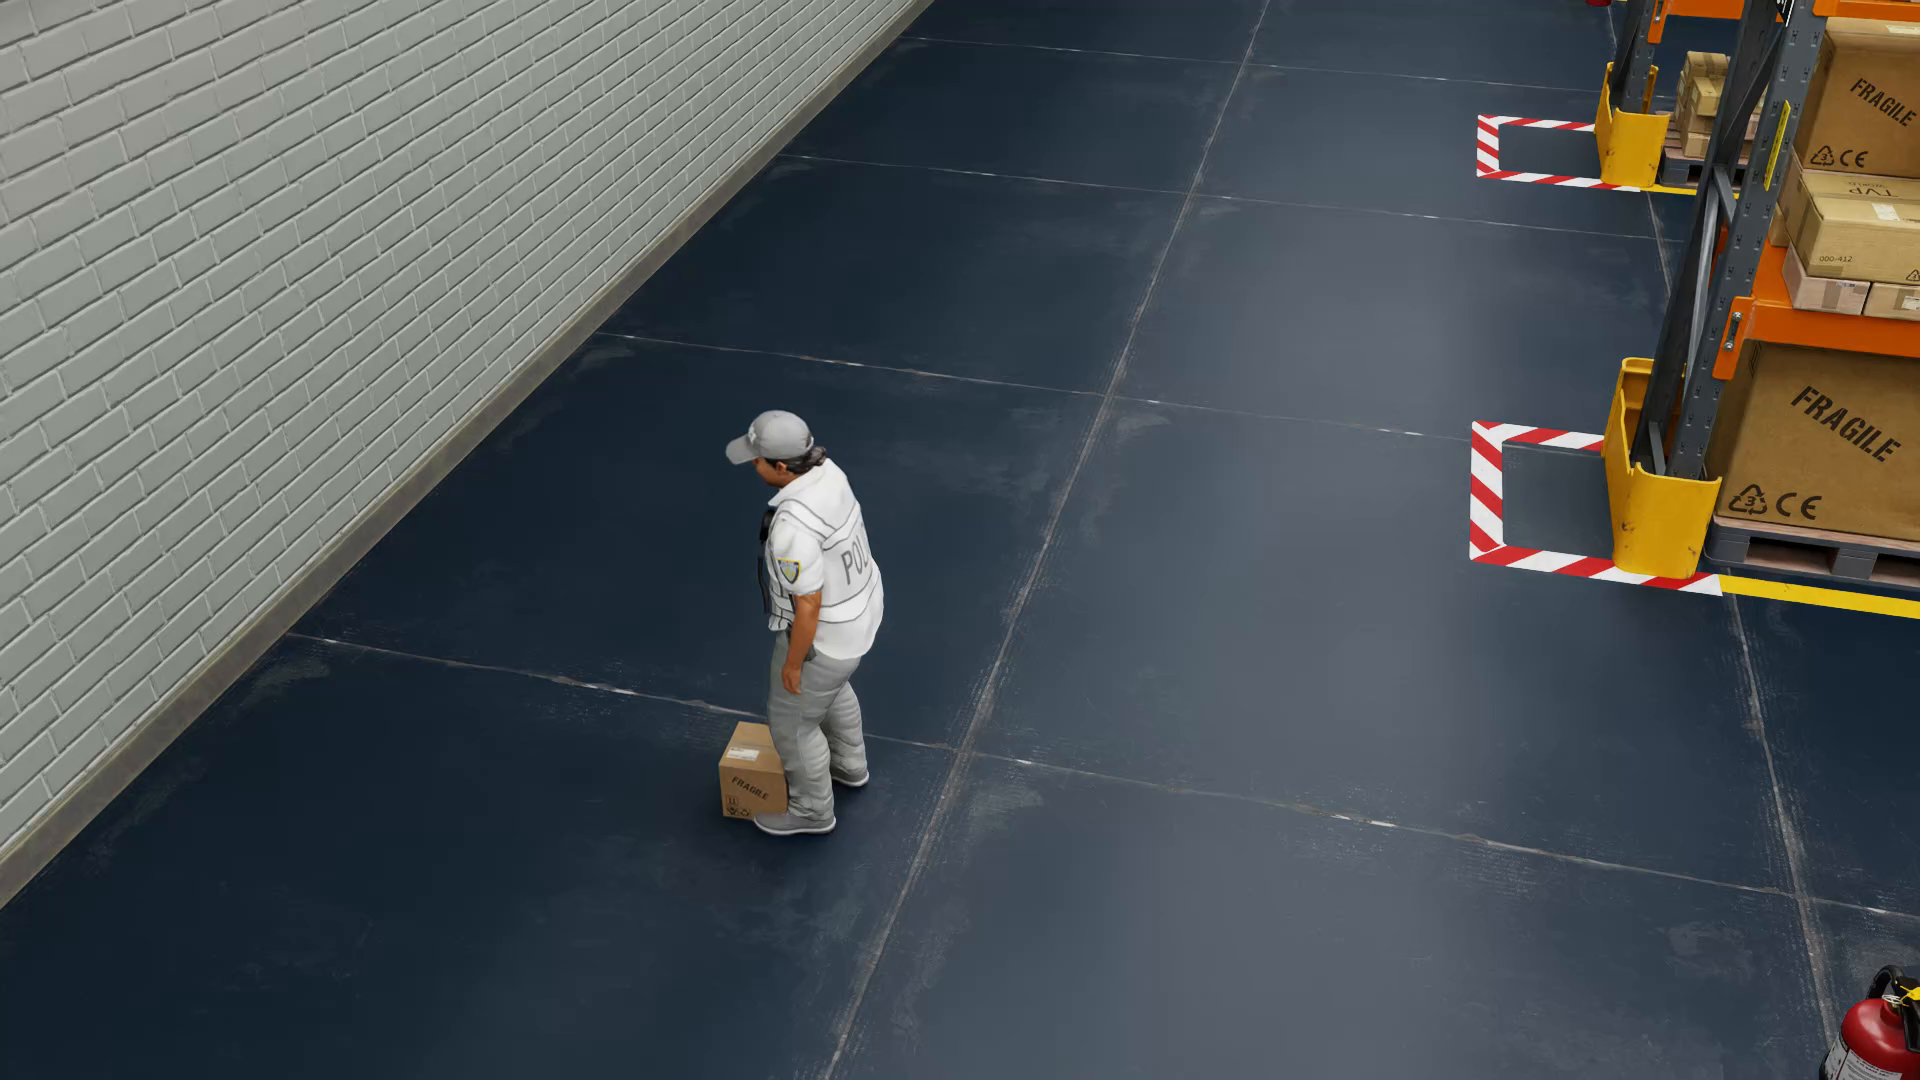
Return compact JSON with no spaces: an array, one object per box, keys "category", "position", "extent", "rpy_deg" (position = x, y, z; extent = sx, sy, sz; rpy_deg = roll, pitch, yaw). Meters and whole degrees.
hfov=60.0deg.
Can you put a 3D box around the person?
[{"category":"person","position":[-0.509,0.289,5.689],"extent":[0.469,1.664,0.547],"rpy_deg":[7,34,10]}]
